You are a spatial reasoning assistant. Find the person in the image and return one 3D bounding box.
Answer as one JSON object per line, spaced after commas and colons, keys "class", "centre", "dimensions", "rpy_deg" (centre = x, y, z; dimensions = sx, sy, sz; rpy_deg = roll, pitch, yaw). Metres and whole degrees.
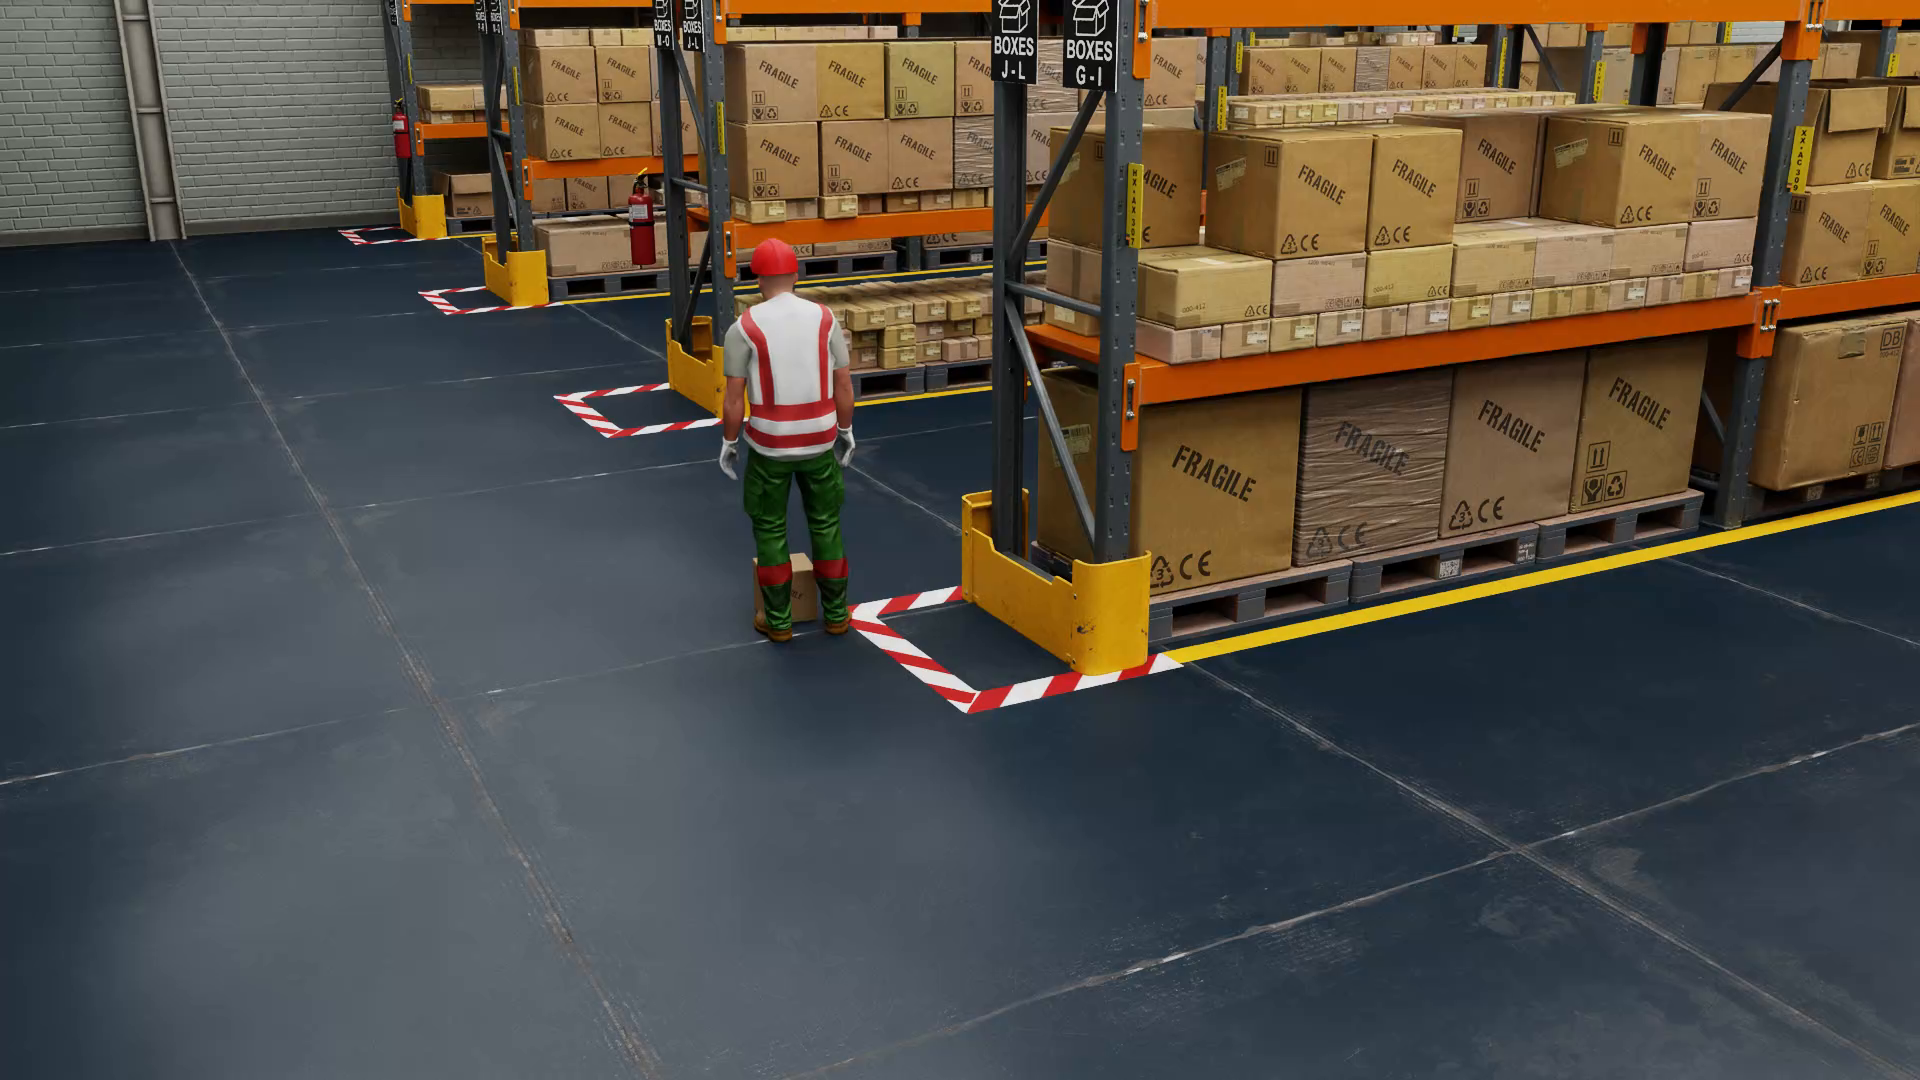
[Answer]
{"class": "person", "centre": [-0.756, -0.429, 7.331], "dimensions": [0.621, 1.781, 0.445], "rpy_deg": [-6, 19, -19]}
